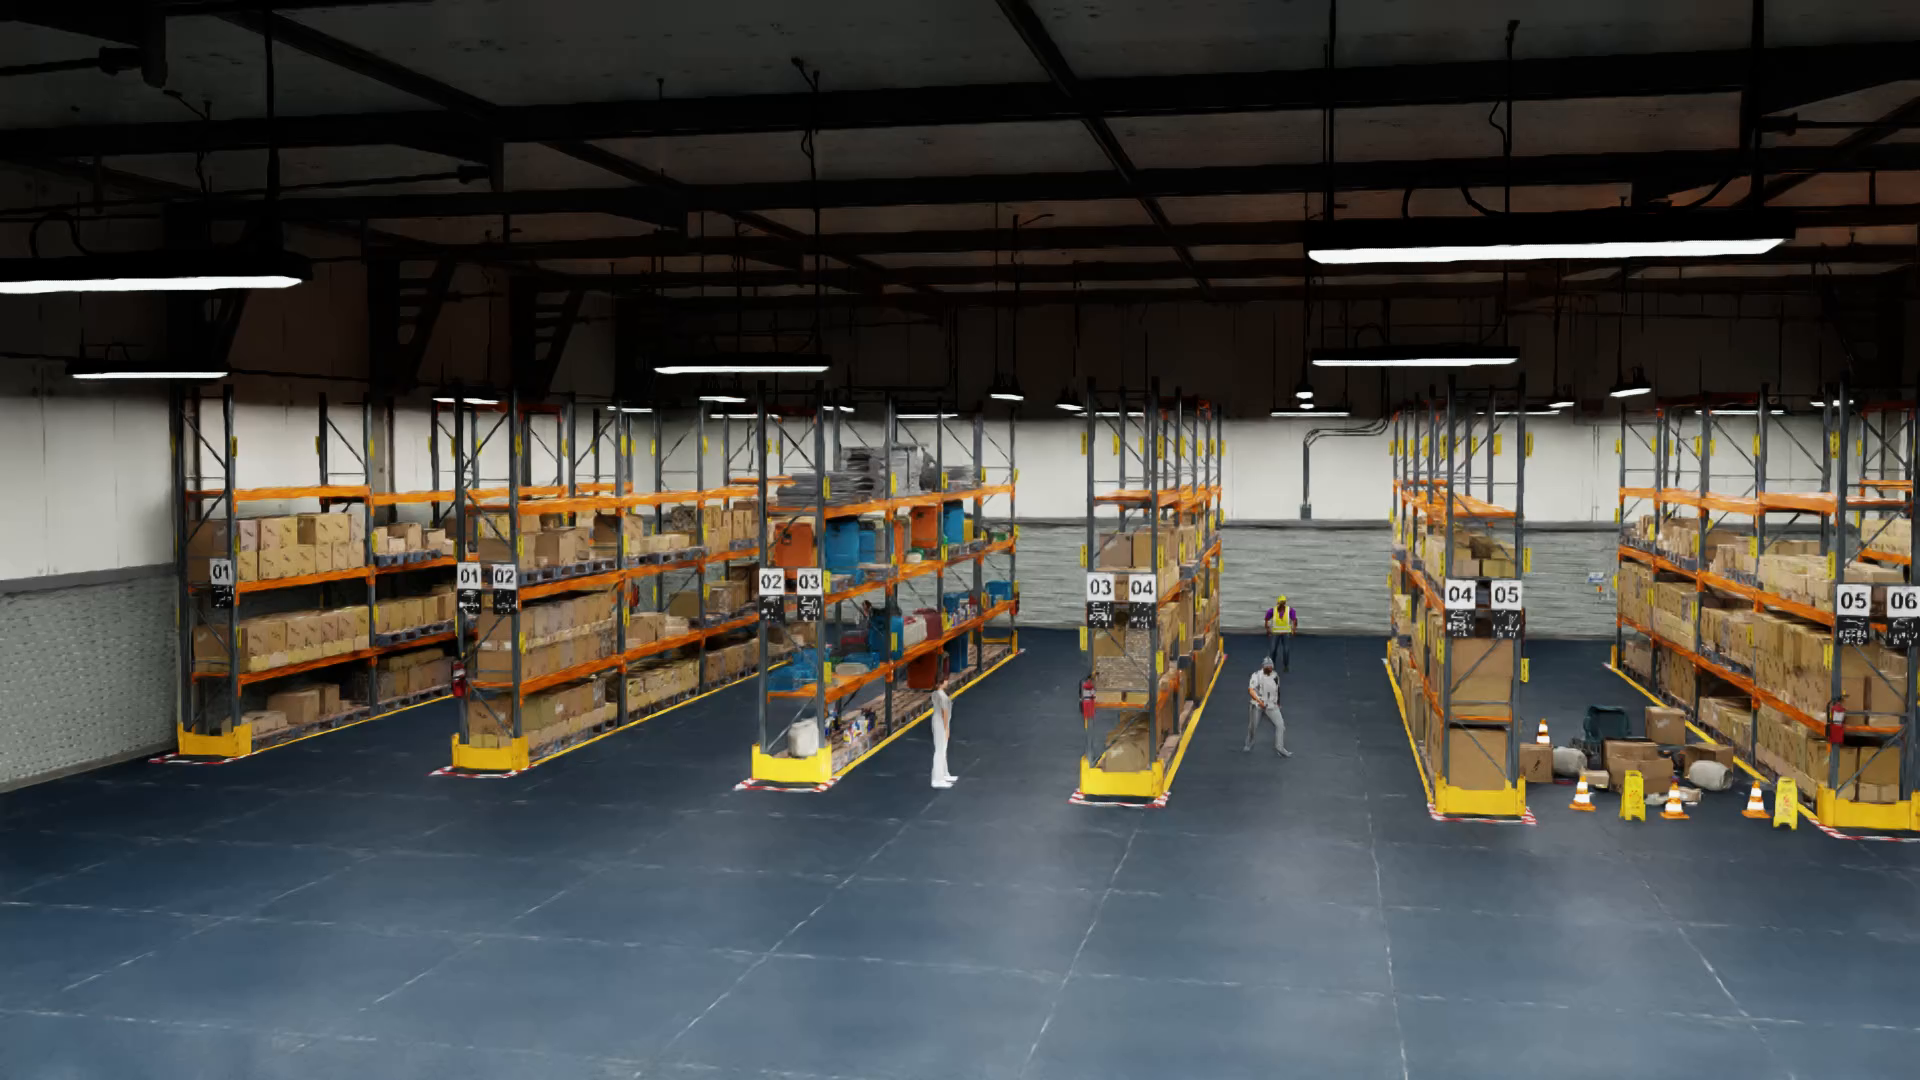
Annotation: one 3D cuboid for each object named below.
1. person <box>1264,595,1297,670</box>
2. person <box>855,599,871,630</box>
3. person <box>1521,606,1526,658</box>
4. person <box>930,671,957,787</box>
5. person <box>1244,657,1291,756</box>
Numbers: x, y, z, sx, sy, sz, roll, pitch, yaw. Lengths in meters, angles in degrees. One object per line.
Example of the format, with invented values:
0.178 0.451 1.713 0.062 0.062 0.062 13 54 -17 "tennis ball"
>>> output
7.182 2.070 37.241 0.719 1.714 0.578 1 3 10 "person"
-2.121 2.112 38.005 0.566 1.541 0.519 1 3 10 "person"
12.117 2.066 36.293 0.644 1.773 0.671 2 4 35 "person"
-0.236 2.776 24.578 0.445 1.674 0.493 -1 3 -16 "person"
4.986 2.679 27.103 0.655 1.594 0.824 0 3 -5 "person"
